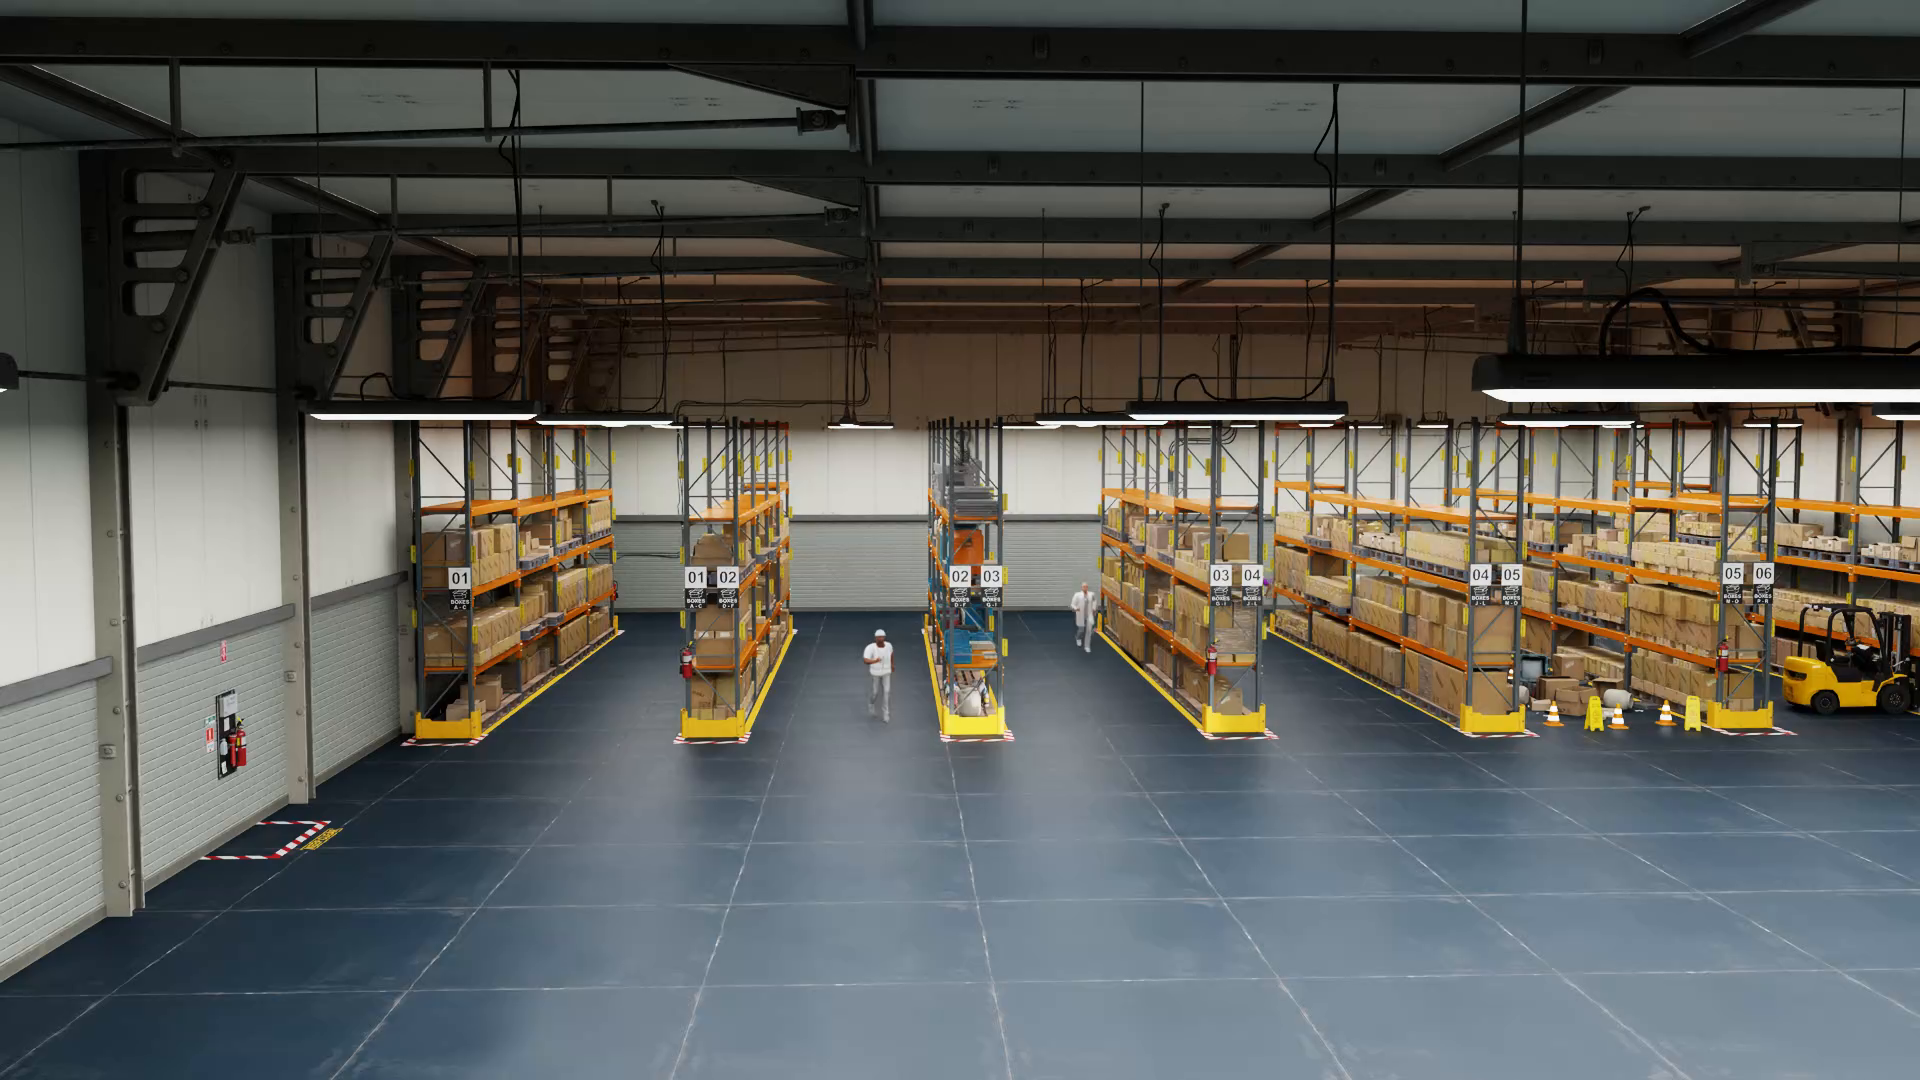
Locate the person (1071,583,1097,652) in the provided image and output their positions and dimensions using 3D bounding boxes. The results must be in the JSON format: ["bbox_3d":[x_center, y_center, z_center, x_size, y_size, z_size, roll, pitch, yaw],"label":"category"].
[{"bbox_3d":[3.195,1.962,42.733,0.692,1.763,0.991,0,4,-8],"label":"person"}]

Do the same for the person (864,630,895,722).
[{"bbox_3d":[-1.598,2.657,32.999,0.688,1.781,0.930,-1,4,-18],"label":"person"}]

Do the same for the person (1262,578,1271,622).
[{"bbox_3d":[8.606,1.654,48.646,1.008,1.733,0.743,-2,4,-22],"label":"person"}]
